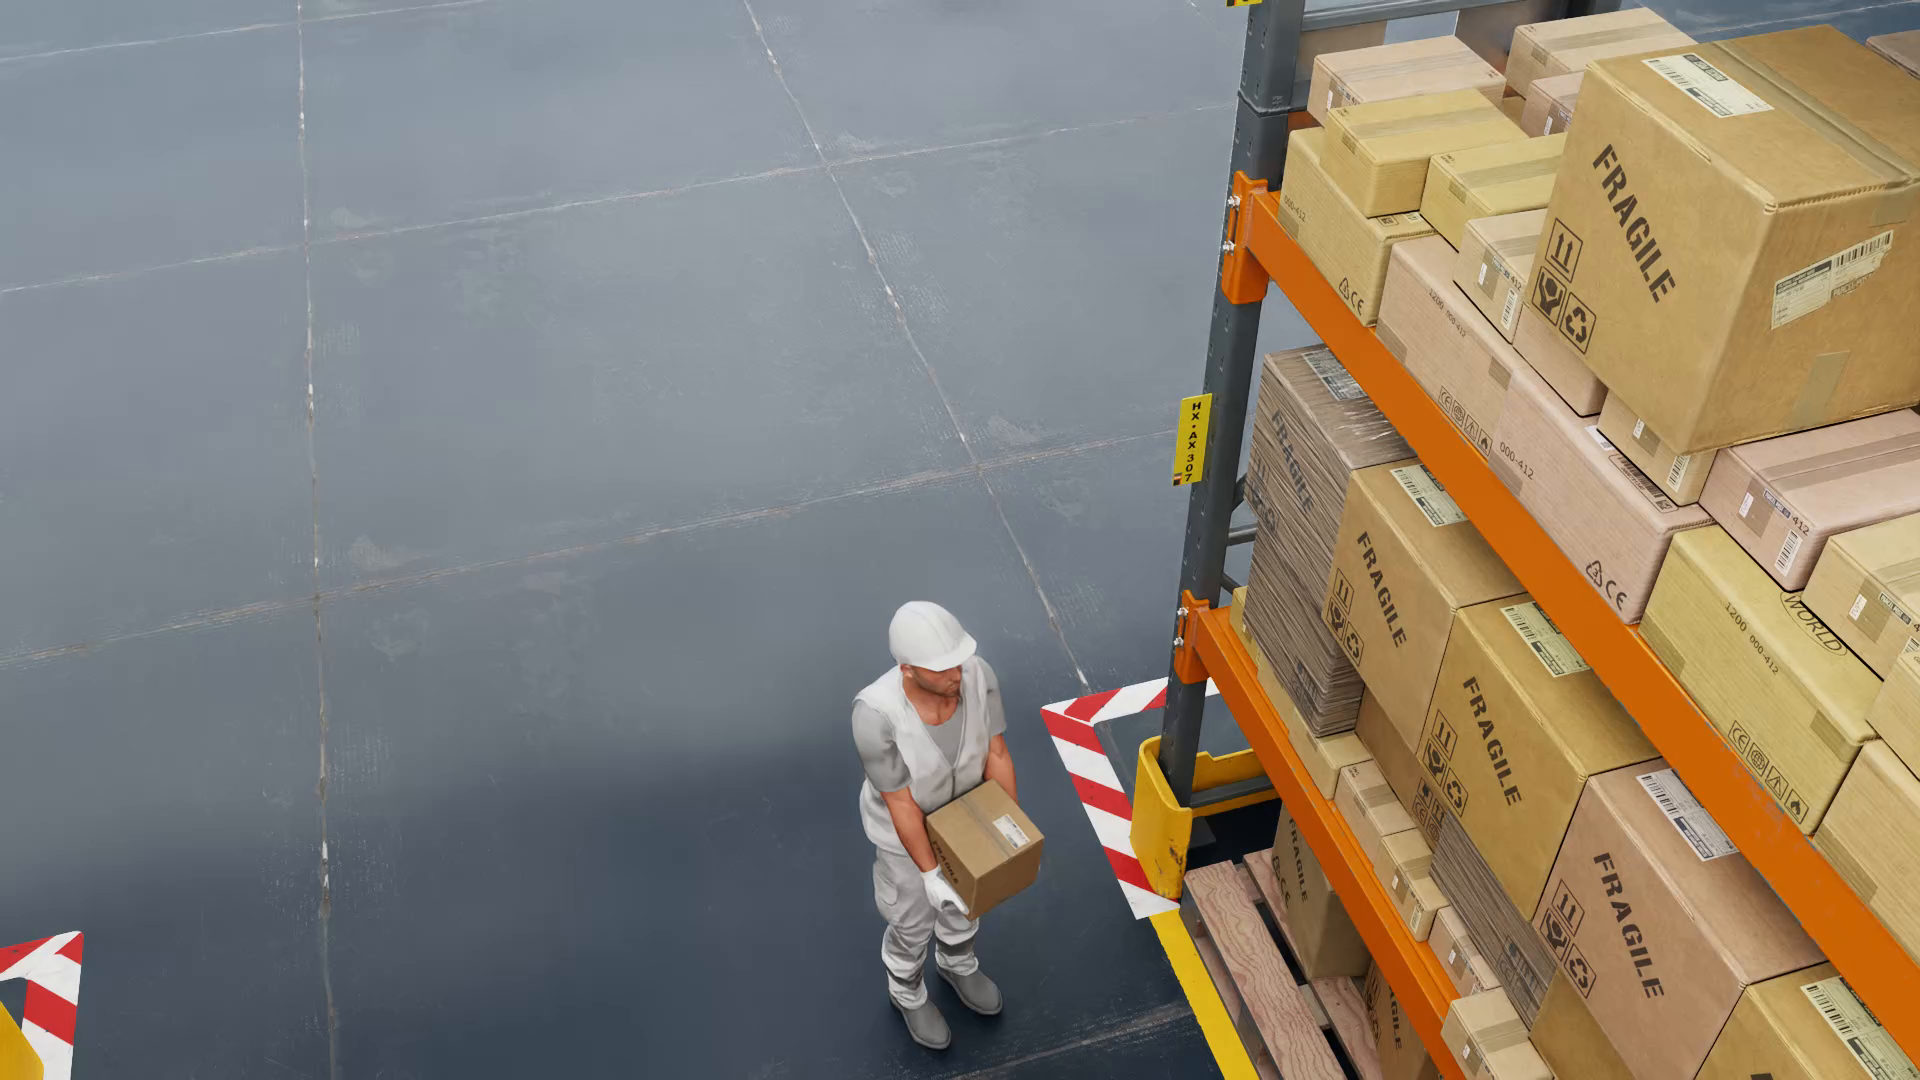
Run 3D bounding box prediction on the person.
[{"bbox_3d":[-0.026,0.923,5.111,0.495,1.787,0.561,-27,48,-26],"label":"person"}]
